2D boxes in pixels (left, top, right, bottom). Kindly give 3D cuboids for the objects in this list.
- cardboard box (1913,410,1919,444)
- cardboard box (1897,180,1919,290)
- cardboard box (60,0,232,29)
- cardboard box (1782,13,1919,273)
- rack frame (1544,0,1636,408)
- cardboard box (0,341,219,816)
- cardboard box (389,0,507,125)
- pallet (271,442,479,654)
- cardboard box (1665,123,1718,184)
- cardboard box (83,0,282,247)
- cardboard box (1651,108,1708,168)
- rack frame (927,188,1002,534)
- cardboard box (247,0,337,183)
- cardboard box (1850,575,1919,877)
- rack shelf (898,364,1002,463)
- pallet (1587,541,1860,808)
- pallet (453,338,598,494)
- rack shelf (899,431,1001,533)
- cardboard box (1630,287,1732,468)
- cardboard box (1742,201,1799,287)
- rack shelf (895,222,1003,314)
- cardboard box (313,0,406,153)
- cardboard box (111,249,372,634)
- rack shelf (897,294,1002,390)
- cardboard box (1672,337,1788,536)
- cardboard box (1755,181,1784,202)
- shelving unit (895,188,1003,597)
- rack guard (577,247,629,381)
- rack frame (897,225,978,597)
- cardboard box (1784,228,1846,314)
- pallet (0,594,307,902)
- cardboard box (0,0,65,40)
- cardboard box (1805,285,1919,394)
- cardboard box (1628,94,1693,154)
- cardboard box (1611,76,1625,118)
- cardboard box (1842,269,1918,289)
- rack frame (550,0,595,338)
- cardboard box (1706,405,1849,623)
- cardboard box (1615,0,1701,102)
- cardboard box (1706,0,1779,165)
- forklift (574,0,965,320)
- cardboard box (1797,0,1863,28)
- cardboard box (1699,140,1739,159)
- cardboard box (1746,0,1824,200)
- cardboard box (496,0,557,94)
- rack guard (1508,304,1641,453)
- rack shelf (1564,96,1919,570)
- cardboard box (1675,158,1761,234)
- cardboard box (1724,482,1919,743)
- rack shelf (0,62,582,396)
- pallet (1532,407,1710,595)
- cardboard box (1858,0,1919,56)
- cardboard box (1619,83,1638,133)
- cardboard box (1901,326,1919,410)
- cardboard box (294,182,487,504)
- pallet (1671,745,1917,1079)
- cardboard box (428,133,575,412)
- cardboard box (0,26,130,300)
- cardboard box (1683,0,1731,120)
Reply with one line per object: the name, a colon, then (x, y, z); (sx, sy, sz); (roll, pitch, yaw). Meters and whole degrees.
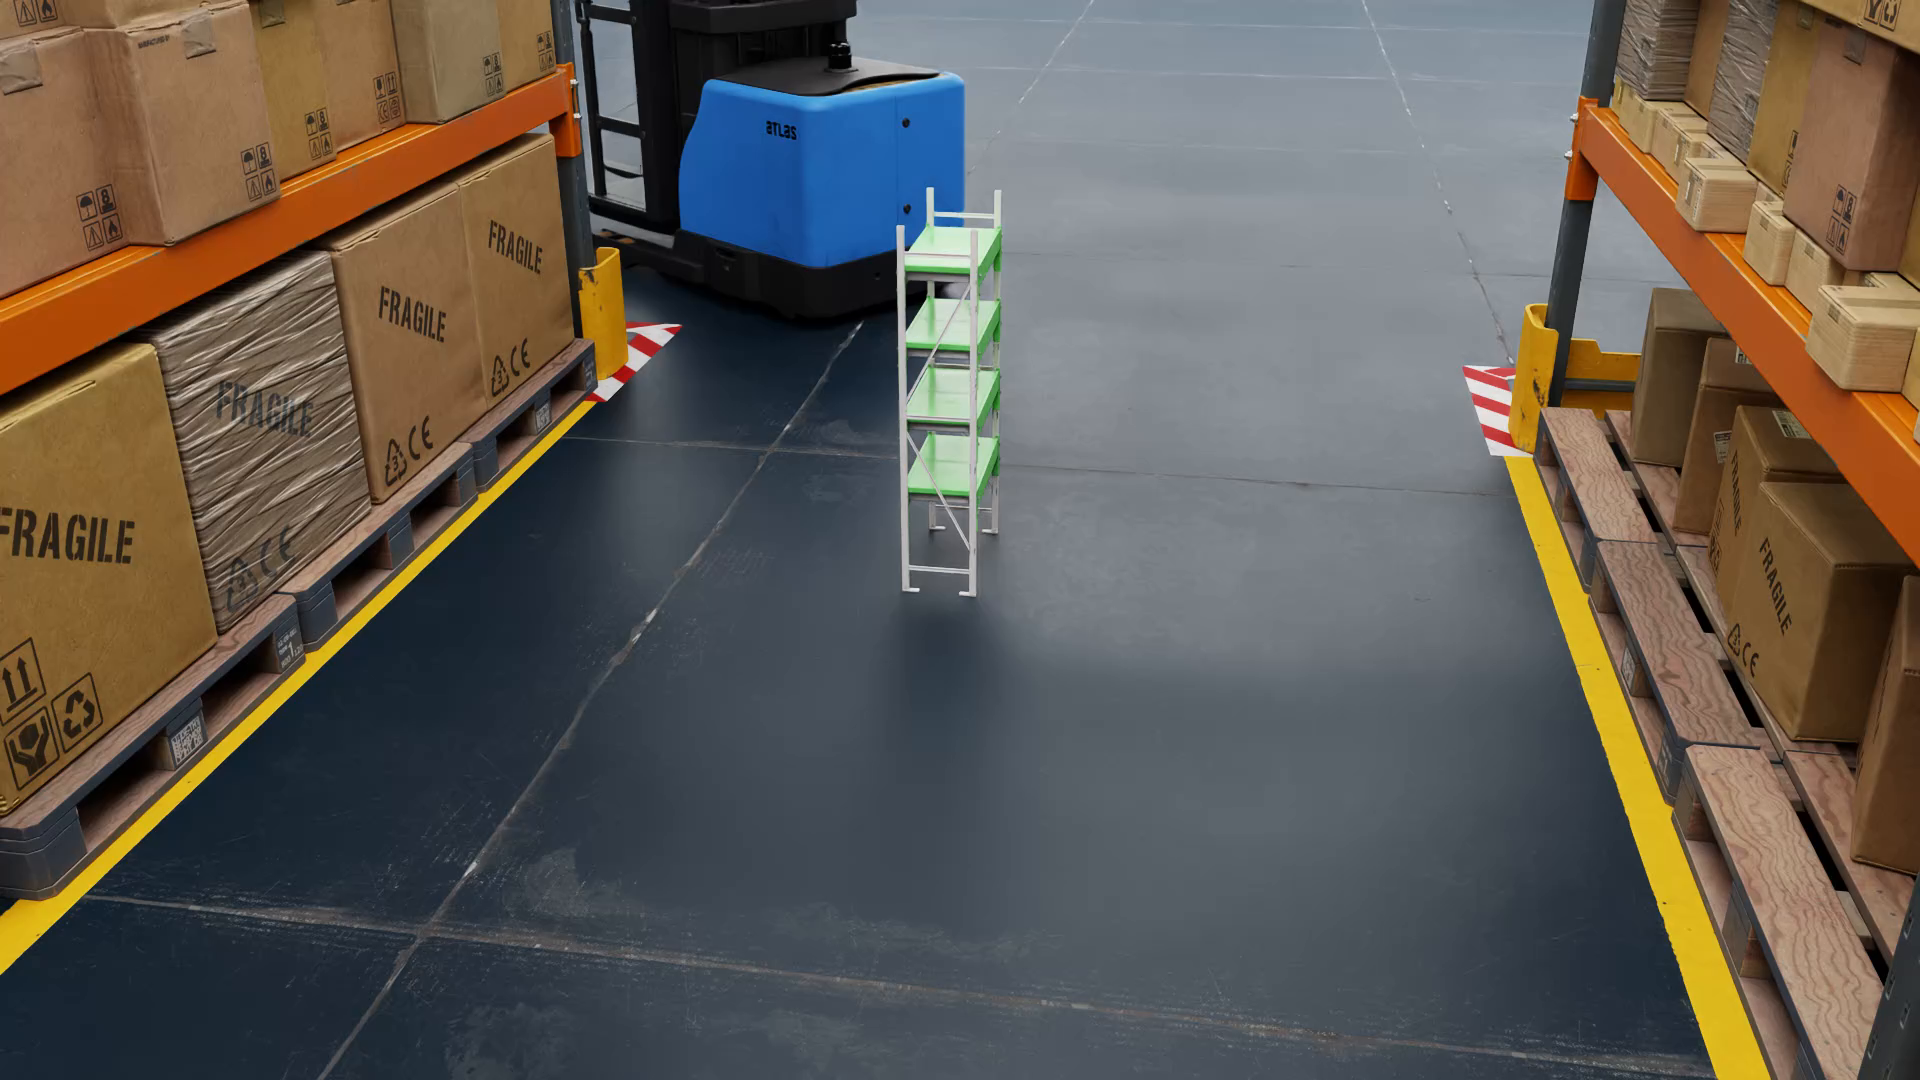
cardboard box: (1.930, -0.190, 2.914); (0.380, 0.149, 0.250); (4, 25, 9)
cardboard box: (2.386, -0.660, 3.153); (0.875, 0.500, 0.500); (4, 25, 9)
cardboard box: (-2.449, -1.639, 4.262); (0.875, 0.550, 0.550); (4, 25, 9)
cardboard box: (2.368, -0.876, 3.615); (0.875, 0.500, 0.500); (4, 25, 9)
rack frame: (2.789, -1.762, 5.977); (1.000, 3.000, 0.127); (4, 25, 9)
cardboard box: (-2.570, 0.039, 4.140); (0.875, 0.875, 0.875); (4, 25, 9)
cardboard box: (-2.172, -1.826, 5.937); (0.875, 0.550, 0.550); (4, 25, 9)
pallet: (-2.343, -0.037, 5.580); (1.003, 0.211, 1.213); (4, 25, 9)
cardboard box: (2.323, -1.129, 4.920); (0.380, 0.149, 0.250); (4, 25, 9)
cardboard box: (-2.421, -1.148, 4.487); (0.875, 0.550, 0.550); (4, 25, 9)
cardboard box: (2.371, -1.233, 5.143); (0.380, 0.149, 0.250); (4, 25, 9)
rack frame: (0.013, -0.576, 5.566); (0.240, 1.200, 0.015); (4, 25, 9)
cardboard box: (-2.434, -1.376, 4.975); (0.875, 0.550, 0.500); (4, 25, 9)
cardboard box: (2.326, 0.448, 3.708); (0.500, 0.500, 0.500); (13, 28, 25)
rack shelf: (-0.027, -0.416, 5.375); (0.258, 0.148, 0.480); (4, 25, 9)
pallet: (2.407, 0.378, 4.692); (1.003, 0.211, 1.213); (4, 25, 9)
pallet: (-2.142, -0.545, 6.666); (1.003, 0.211, 1.213); (4, 25, 9)
rack shelf: (-0.027, -0.199, 5.477); (0.258, 0.148, 0.480); (4, 25, 9)
cardboard box: (2.670, -0.560, 5.862); (0.500, 0.500, 0.500); (9, 27, 18)
cardboard box: (2.140, -0.712, 4.030); (0.380, 0.149, 0.250); (4, 25, 9)
rack shelf: (-0.027, -0.851, 5.171); (0.258, 0.148, 0.480); (4, 25, 9)
cardboard box: (-2.388, -1.601, 5.455); (0.875, 0.550, 0.550); (4, 25, 9)
cardboard box: (-2.427, -0.339, 4.946); (0.875, 0.875, 0.875); (4, 25, 9)
rack shelf: (-0.027, -0.634, 5.273); (0.258, 0.148, 0.480); (4, 25, 9)
cardboard box: (2.606, -0.308, 5.323); (0.500, 0.500, 0.500); (11, 27, 22)
cardboard box: (2.256, -0.812, 4.242); (0.380, 0.149, 0.250); (4, 25, 9)
shelving unit: (-0.027, -0.474, 5.348); (0.258, 1.200, 0.503); (4, 25, 9)
rack guard: (-2.084, -1.026, 7.353); (1.175, 0.500, 0.348); (4, 25, 9)
rack frame: (-0.067, -0.372, 5.130); (0.240, 1.200, 0.015); (4, 25, 9)
cardboard box: (2.133, -0.605, 3.801); (0.380, 0.149, 0.250); (4, 25, 9)
pallet: (-2.540, 0.475, 4.486); (1.003, 0.211, 1.213); (4, 25, 9)
cardboard box: (-2.673, -1.422, 3.800); (0.875, 0.550, 0.550); (4, 25, 9)
cardboard box: (1.961, -0.403, 3.368); (0.380, 0.149, 0.250); (4, 25, 9)
cardboard box: (2.391, -1.339, 5.369); (0.380, 0.149, 0.250); (4, 25, 9)
cardboard box: (2.507, -1.546, 5.811); (0.380, 0.149, 0.250); (4, 25, 9)
cardboard box: (2.132, -0.498, 3.572); (0.380, 0.149, 0.250); (4, 25, 9)
rack frame: (-2.088, -2.148, 6.801); (1.000, 3.000, 0.127); (4, 25, 9)
cardboard box: (2.485, -0.048, 4.766); (0.500, 0.500, 0.500); (6, 26, 13)
cardboard box: (2.672, -1.714, 5.405); (0.875, 0.500, 0.500); (4, 25, 9)
cardboard box: (2.584, -1.291, 4.500); (0.875, 0.500, 0.500); (4, 25, 9)
forklift: (-1.363, -2.897, 8.481); (3.031, 2.935, 1.130); (23, 33, 40)
cardboard box: (2.100, -1.348, 3.443); (0.500, 0.500, 0.500); (4, 25, 9)
cardboard box: (2.309, -1.023, 4.693); (0.380, 0.149, 0.250); (4, 25, 9)
cardboard box: (2.491, -1.082, 4.055); (0.875, 0.500, 0.500); (4, 25, 9)
cardboard box: (-2.104, -2.058, 6.431); (0.875, 0.550, 0.550); (4, 25, 9)
rack guard: (2.776, -0.598, 6.439); (1.175, 0.500, 0.348); (4, 25, 9)
rack shelf: (2.462, -0.600, 4.342); (1.077, 0.370, 4.000); (4, 25, 9)
cardboard box: (2.166, -0.925, 4.485); (0.380, 0.149, 0.250); (4, 25, 9)
cardboard box: (2.350, 0.183, 4.274); (0.500, 0.500, 0.500); (2, 25, 4)
rack shelf: (-2.415, -0.986, 5.167); (1.077, 0.370, 4.000); (4, 25, 9)
pallet: (2.609, -0.130, 5.779); (1.003, 0.211, 1.213); (4, 25, 9)
cardboard box: (2.017, -1.139, 2.996); (0.500, 0.500, 0.500); (4, 25, 9)
cardboard box: (2.447, -1.443, 5.590); (0.380, 0.149, 0.250); (4, 25, 9)
cardboard box: (2.030, -0.290, 3.128); (0.380, 0.149, 0.250); (4, 25, 9)
cardboard box: (-2.276, -0.720, 5.760); (0.875, 0.875, 0.875); (4, 25, 8)
pallet: (2.210, 0.890, 3.599); (1.003, 0.211, 1.213); (4, 25, 9)
cardboard box: (-2.134, -1.088, 6.547); (0.875, 0.875, 0.875); (4, 25, 9)
cardboard box: (-2.626, -0.930, 4.022); (0.875, 0.550, 0.550); (4, 25, 9)
cardboard box: (2.708, -1.497, 4.941); (0.875, 0.500, 0.500); (4, 25, 9)
